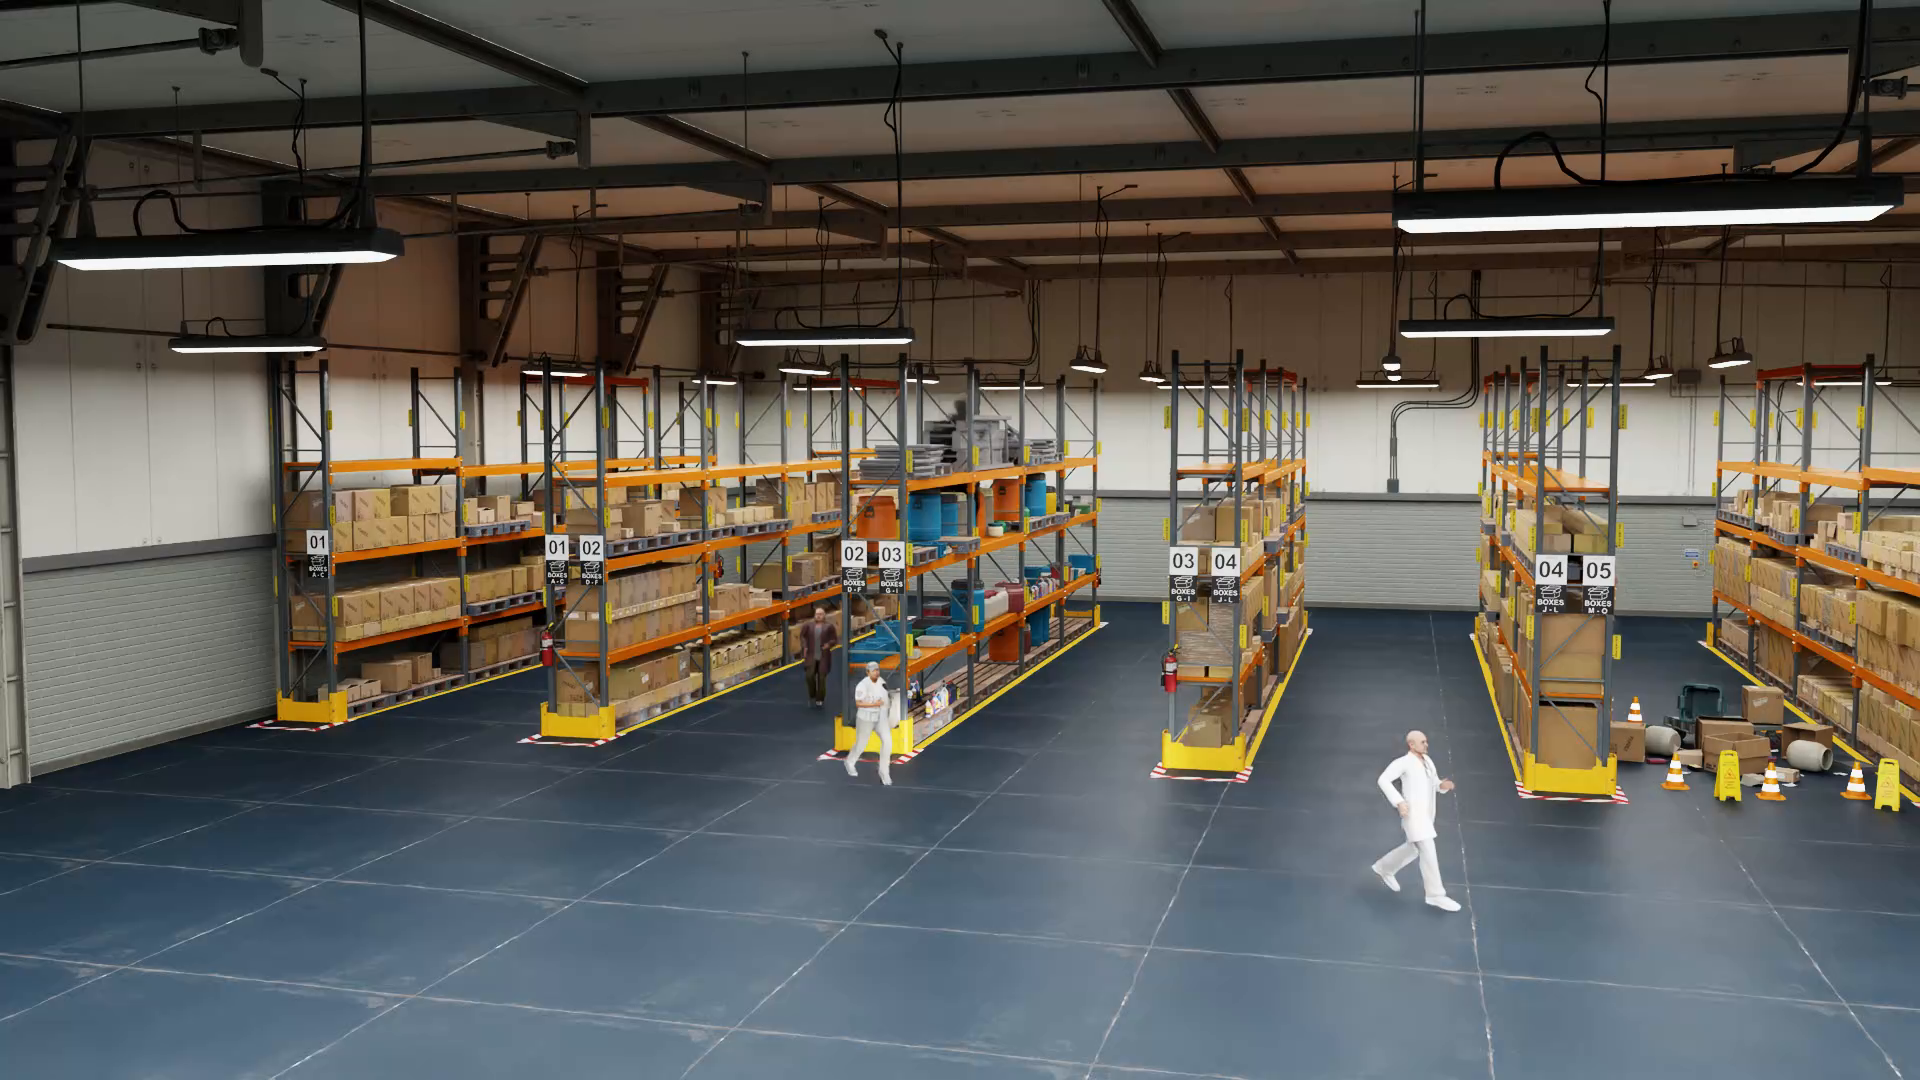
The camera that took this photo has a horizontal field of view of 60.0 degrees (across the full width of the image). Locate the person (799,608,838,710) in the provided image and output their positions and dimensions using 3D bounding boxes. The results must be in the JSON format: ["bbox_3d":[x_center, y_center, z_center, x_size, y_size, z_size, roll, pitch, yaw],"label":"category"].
[{"bbox_3d":[-2.457,2.061,28.736,0.680,1.777,0.741,0,4,0],"label":"person"}]

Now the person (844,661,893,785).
[{"bbox_3d":[-1.236,2.522,23.081,0.612,1.716,0.881,-3,5,-33],"label":"person"}]

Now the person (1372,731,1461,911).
[{"bbox_3d":[4.718,2.849,17.179,1.063,1.765,0.703,4,6,42],"label":"person"}]
